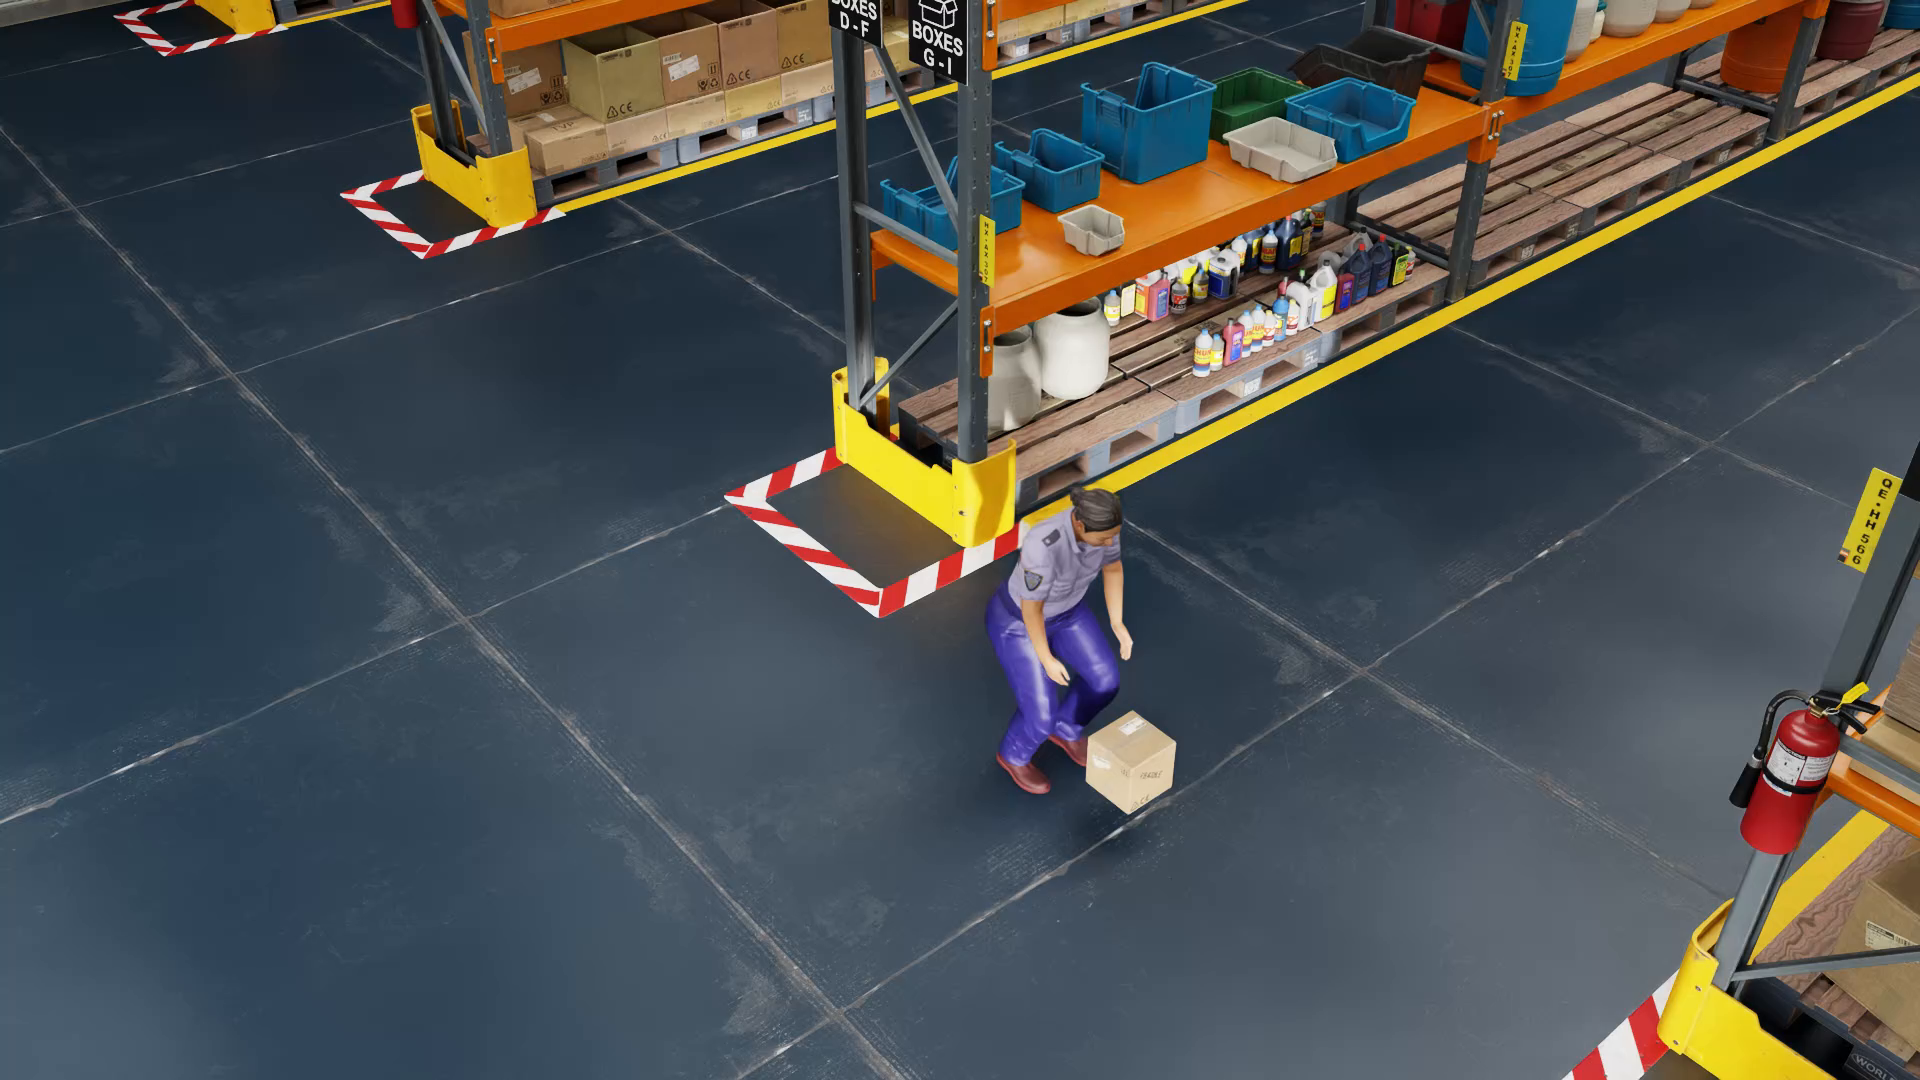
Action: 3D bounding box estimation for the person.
[{"bbox_3d":[0.410,0.346,6.760,0.525,1.490,0.551,-26,43,-31],"label":"person"}]
